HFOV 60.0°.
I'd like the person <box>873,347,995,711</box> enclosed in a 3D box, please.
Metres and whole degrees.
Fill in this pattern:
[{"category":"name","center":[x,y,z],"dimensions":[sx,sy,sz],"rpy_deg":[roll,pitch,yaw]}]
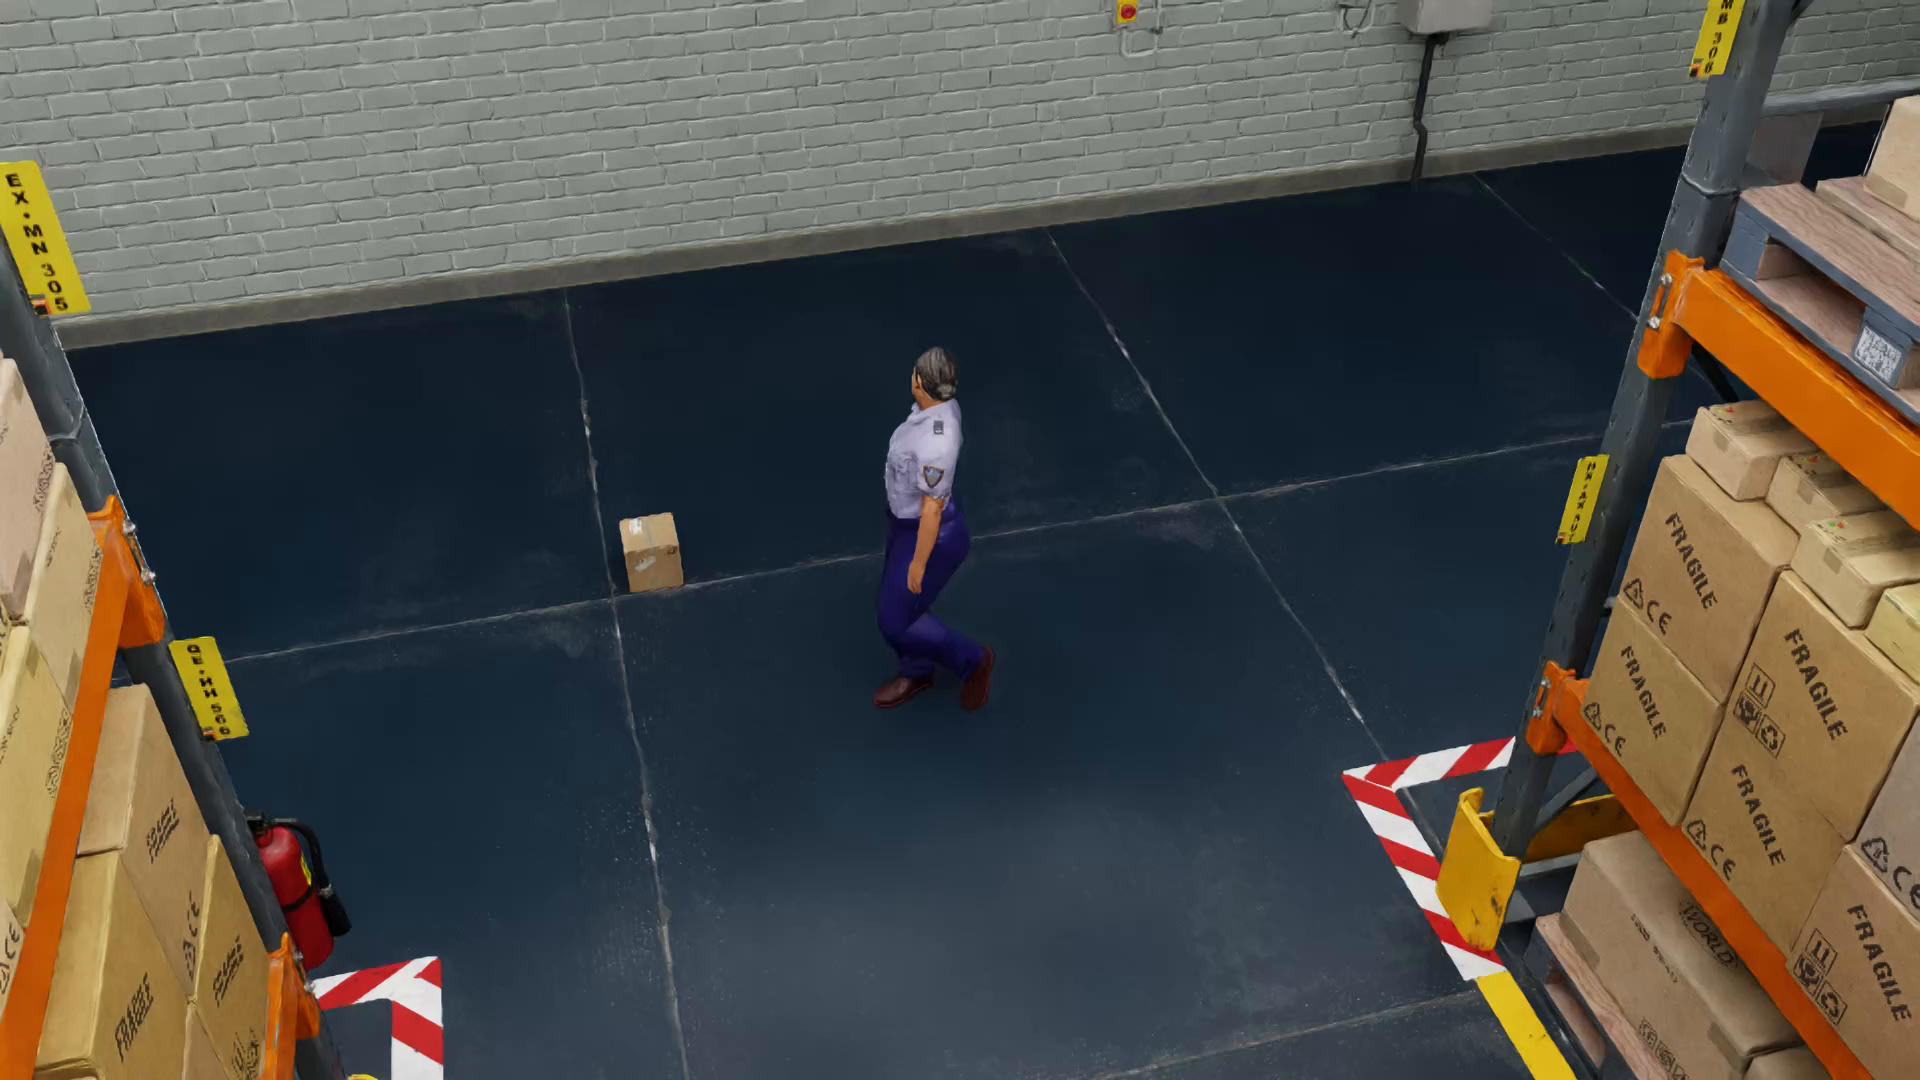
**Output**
[{"category":"person","center":[-0.143,-0.015,6.781],"dimensions":[0.501,1.614,0.561],"rpy_deg":[-6,39,-7]}]
